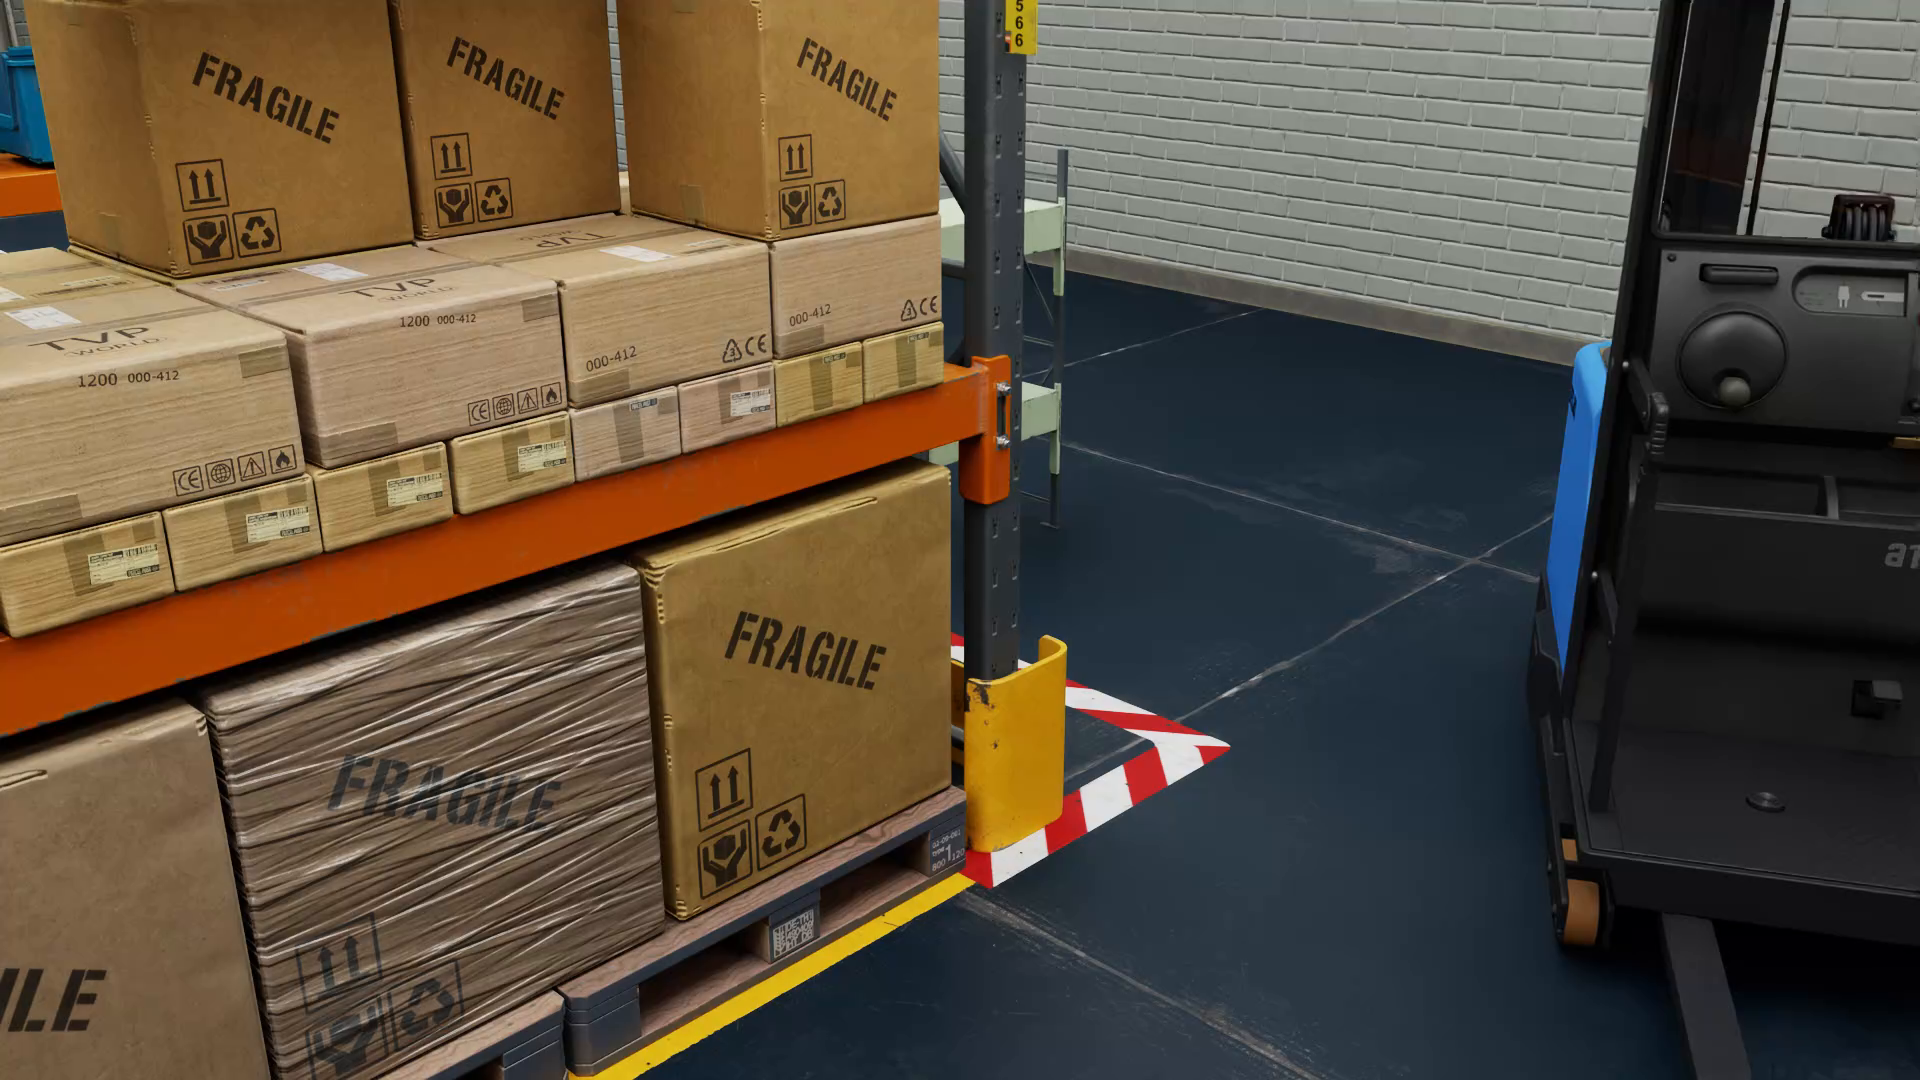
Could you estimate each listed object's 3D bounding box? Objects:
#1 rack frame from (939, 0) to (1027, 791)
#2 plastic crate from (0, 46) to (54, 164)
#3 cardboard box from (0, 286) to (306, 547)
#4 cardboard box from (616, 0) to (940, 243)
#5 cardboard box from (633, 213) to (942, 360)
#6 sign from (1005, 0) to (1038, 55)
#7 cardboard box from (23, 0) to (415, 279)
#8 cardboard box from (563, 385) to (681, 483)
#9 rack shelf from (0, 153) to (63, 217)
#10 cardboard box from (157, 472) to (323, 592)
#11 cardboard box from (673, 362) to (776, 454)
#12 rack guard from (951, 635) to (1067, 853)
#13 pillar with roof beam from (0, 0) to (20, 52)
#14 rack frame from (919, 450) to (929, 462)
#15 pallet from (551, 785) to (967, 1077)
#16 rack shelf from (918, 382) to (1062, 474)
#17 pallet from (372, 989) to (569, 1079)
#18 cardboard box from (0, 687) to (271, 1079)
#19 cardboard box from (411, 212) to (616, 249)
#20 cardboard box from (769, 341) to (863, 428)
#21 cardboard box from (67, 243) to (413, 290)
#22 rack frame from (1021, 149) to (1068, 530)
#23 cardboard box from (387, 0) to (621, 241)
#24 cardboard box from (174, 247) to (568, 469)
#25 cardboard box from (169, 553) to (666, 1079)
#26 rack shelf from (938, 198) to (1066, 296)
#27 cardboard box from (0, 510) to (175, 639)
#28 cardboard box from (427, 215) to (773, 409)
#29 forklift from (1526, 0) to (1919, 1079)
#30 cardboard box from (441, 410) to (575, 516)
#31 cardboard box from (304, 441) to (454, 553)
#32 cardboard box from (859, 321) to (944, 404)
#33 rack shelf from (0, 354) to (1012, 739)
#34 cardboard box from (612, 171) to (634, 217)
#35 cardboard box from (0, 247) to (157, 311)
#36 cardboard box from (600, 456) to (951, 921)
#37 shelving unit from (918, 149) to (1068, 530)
[{"bbox_3d":[-0.243,-0.744,4.330,1.000,3.000,0.127,19,28,41],"label":"rack frame"},{"bbox_3d":[-3.892,-1.895,7.192,0.616,0.435,0.499,19,28,41],"label":"plastic crate"},{"bbox_3d":[-1.461,-0.226,2.776,0.500,0.250,0.500,19,28,41],"label":"cardboard box"},{"bbox_3d":[-0.395,-0.972,3.672,0.500,0.500,0.500,20,29,41],"label":"cardboard box"},{"bbox_3d":[-0.391,-0.622,3.806,0.500,0.250,0.500,19,28,40],"label":"cardboard box"},{"bbox_3d":[0.136,-1.256,3.717,0.100,0.325,0.005,19,28,41],"label":"sign"},{"bbox_3d":[-1.477,-0.844,3.339,0.500,0.500,0.500,18,28,39],"label":"cardboard box"},{"bbox_3d":[-0.787,-0.257,3.413,0.250,0.149,0.380,-20,28,-41],"label":"cardboard box"},{"bbox_3d":[-5.187,-1.134,6.346,1.077,0.370,4.000,19,28,41],"label":"rack shelf"},{"bbox_3d":[-1.322,-0.060,2.900,0.250,0.149,0.380,-19,28,-41],"label":"cardboard box"},{"bbox_3d":[-0.613,-0.321,3.579,0.380,0.149,0.250,19,28,41],"label":"cardboard box"},{"bbox_3d":[-0.227,0.417,4.794,1.175,0.500,0.348,19,28,41],"label":"rack guard"},{"bbox_3d":[-6.542,-7.097,12.495,9.100,9.000,0.400,19,28,41],"label":"pillar with roof beam"},{"bbox_3d":[-0.260,-0.604,6.056,0.400,1.500,0.023,19,28,41],"label":"rack frame"},{"bbox_3d":[-0.745,0.783,4.244,1.003,0.211,1.213,19,28,41],"label":"pallet"},{"bbox_3d":[-0.005,-0.394,6.418,0.431,0.370,0.720,19,28,41],"label":"rack shelf"},{"bbox_3d":[-1.596,1.095,3.432,1.003,0.211,1.213,19,28,41],"label":"pallet"},{"bbox_3d":[-1.888,0.699,2.952,0.875,0.875,0.875,19,28,41],"label":"cardboard box"},{"bbox_3d":[-1.129,-0.622,3.806,0.500,0.250,0.500,19,28,40],"label":"cardboard box"},{"bbox_3d":[-0.436,-0.386,3.747,0.380,0.149,0.250,20,28,41],"label":"cardboard box"},{"bbox_3d":[-1.483,-0.494,3.472,0.500,0.250,0.500,18,27,39],"label":"cardboard box"},{"bbox_3d":[0.251,-0.792,6.546,0.400,1.500,0.023,19,28,41],"label":"rack frame"},{"bbox_3d":[-1.120,-0.979,3.689,0.500,0.500,0.500,18,28,39],"label":"cardboard box"},{"bbox_3d":[-1.100,-0.361,3.127,0.500,0.250,0.500,18,27,39],"label":"cardboard box"},{"bbox_3d":[-1.267,0.470,3.547,0.875,0.875,0.875,19,28,41],"label":"cardboard box"},{"bbox_3d":[-0.005,-1.063,6.161,0.431,0.370,0.720,19,28,41],"label":"rack shelf"},{"bbox_3d":[-1.503,0.007,2.724,0.380,0.149,0.250,18,28,39],"label":"cardboard box"},{"bbox_3d":[-0.746,-0.492,3.467,0.500,0.250,0.500,19,28,40],"label":"cardboard box"},{"bbox_3d":[2.048,-0.445,3.646,1.130,2.935,3.031,6,22,14],"label":"forklift"},{"bbox_3d":[-0.967,-0.190,3.238,0.380,0.149,0.250,18,28,39],"label":"cardboard box"},{"bbox_3d":[-1.148,-0.123,3.064,0.380,0.149,0.250,19,28,41],"label":"cardboard box"},{"bbox_3d":[-0.256,-0.453,3.922,0.250,0.149,0.380,-20,28,-41],"label":"cardboard box"},{"bbox_3d":[-1.638,0.106,3.121,1.077,0.370,4.000,19,28,41],"label":"rack shelf"},{"bbox_3d":[-0.772,-0.757,4.158,0.500,0.250,0.500,18,28,39],"label":"cardboard box"},{"bbox_3d":[-1.843,-0.358,3.120,0.500,0.250,0.500,19,28,40],"label":"cardboard box"},{"bbox_3d":[-0.632,0.236,4.155,0.875,0.875,0.875,19,28,41],"label":"cardboard box"},{"bbox_3d":[-0.005,-0.698,6.301,0.431,1.500,0.755,19,28,41],"label":"shelving unit"}]
